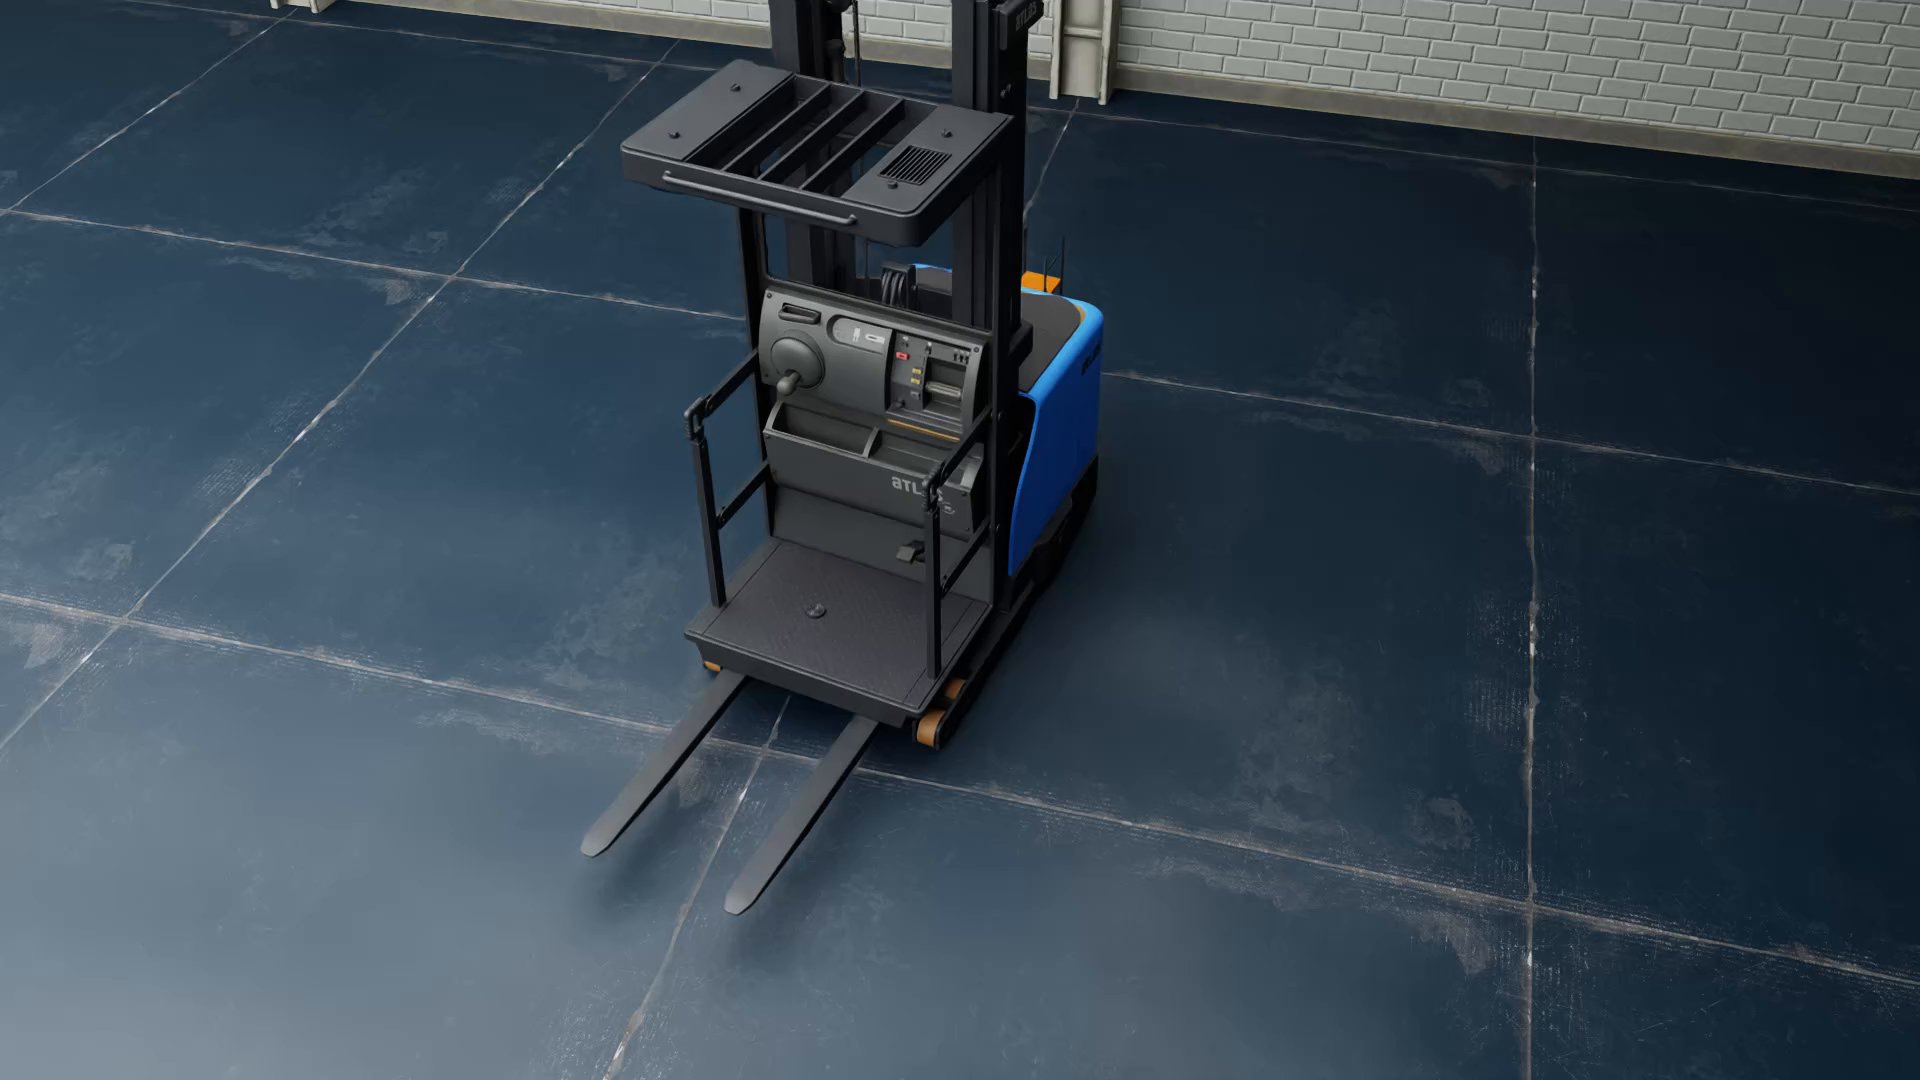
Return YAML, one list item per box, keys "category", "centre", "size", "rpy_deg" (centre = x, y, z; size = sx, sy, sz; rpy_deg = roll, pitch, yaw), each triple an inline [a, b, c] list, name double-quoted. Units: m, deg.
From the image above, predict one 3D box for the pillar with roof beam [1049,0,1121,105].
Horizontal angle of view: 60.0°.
- category: "pillar with roof beam"
  centre: [-0.273, -3.845, 5.331]
  size: [0.400, 9.000, 9.100]
  rpy_deg: [10, 41, 11]

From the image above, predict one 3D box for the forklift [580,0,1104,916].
- category: "forklift"
  centre: [-0.437, -0.605, 6.192]
  size: [1.130, 2.935, 3.031]
  rpy_deg: [17, 43, 19]

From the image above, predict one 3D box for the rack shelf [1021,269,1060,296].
- category: "rack shelf"
  centre: [0.342, -1.128, 7.669]
  size: [0.180, 0.103, 0.258]
  rpy_deg: [16, 43, 18]

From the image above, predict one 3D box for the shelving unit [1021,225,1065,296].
- category: "shelving unit"
  centre: [0.342, -0.886, 7.872]
  size: [0.189, 1.200, 0.258]
  rpy_deg: [16, 43, 18]

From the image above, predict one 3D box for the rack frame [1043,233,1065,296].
- category: "rack frame"
  centre: [0.425, -0.862, 7.844]
  size: [0.006, 1.200, 0.240]
  rpy_deg: [16, 43, 18]

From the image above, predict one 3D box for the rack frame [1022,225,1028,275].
- category: "rack frame"
  centre: [0.258, -0.910, 7.900]
  size: [0.006, 1.200, 0.240]
  rpy_deg: [16, 43, 18]
